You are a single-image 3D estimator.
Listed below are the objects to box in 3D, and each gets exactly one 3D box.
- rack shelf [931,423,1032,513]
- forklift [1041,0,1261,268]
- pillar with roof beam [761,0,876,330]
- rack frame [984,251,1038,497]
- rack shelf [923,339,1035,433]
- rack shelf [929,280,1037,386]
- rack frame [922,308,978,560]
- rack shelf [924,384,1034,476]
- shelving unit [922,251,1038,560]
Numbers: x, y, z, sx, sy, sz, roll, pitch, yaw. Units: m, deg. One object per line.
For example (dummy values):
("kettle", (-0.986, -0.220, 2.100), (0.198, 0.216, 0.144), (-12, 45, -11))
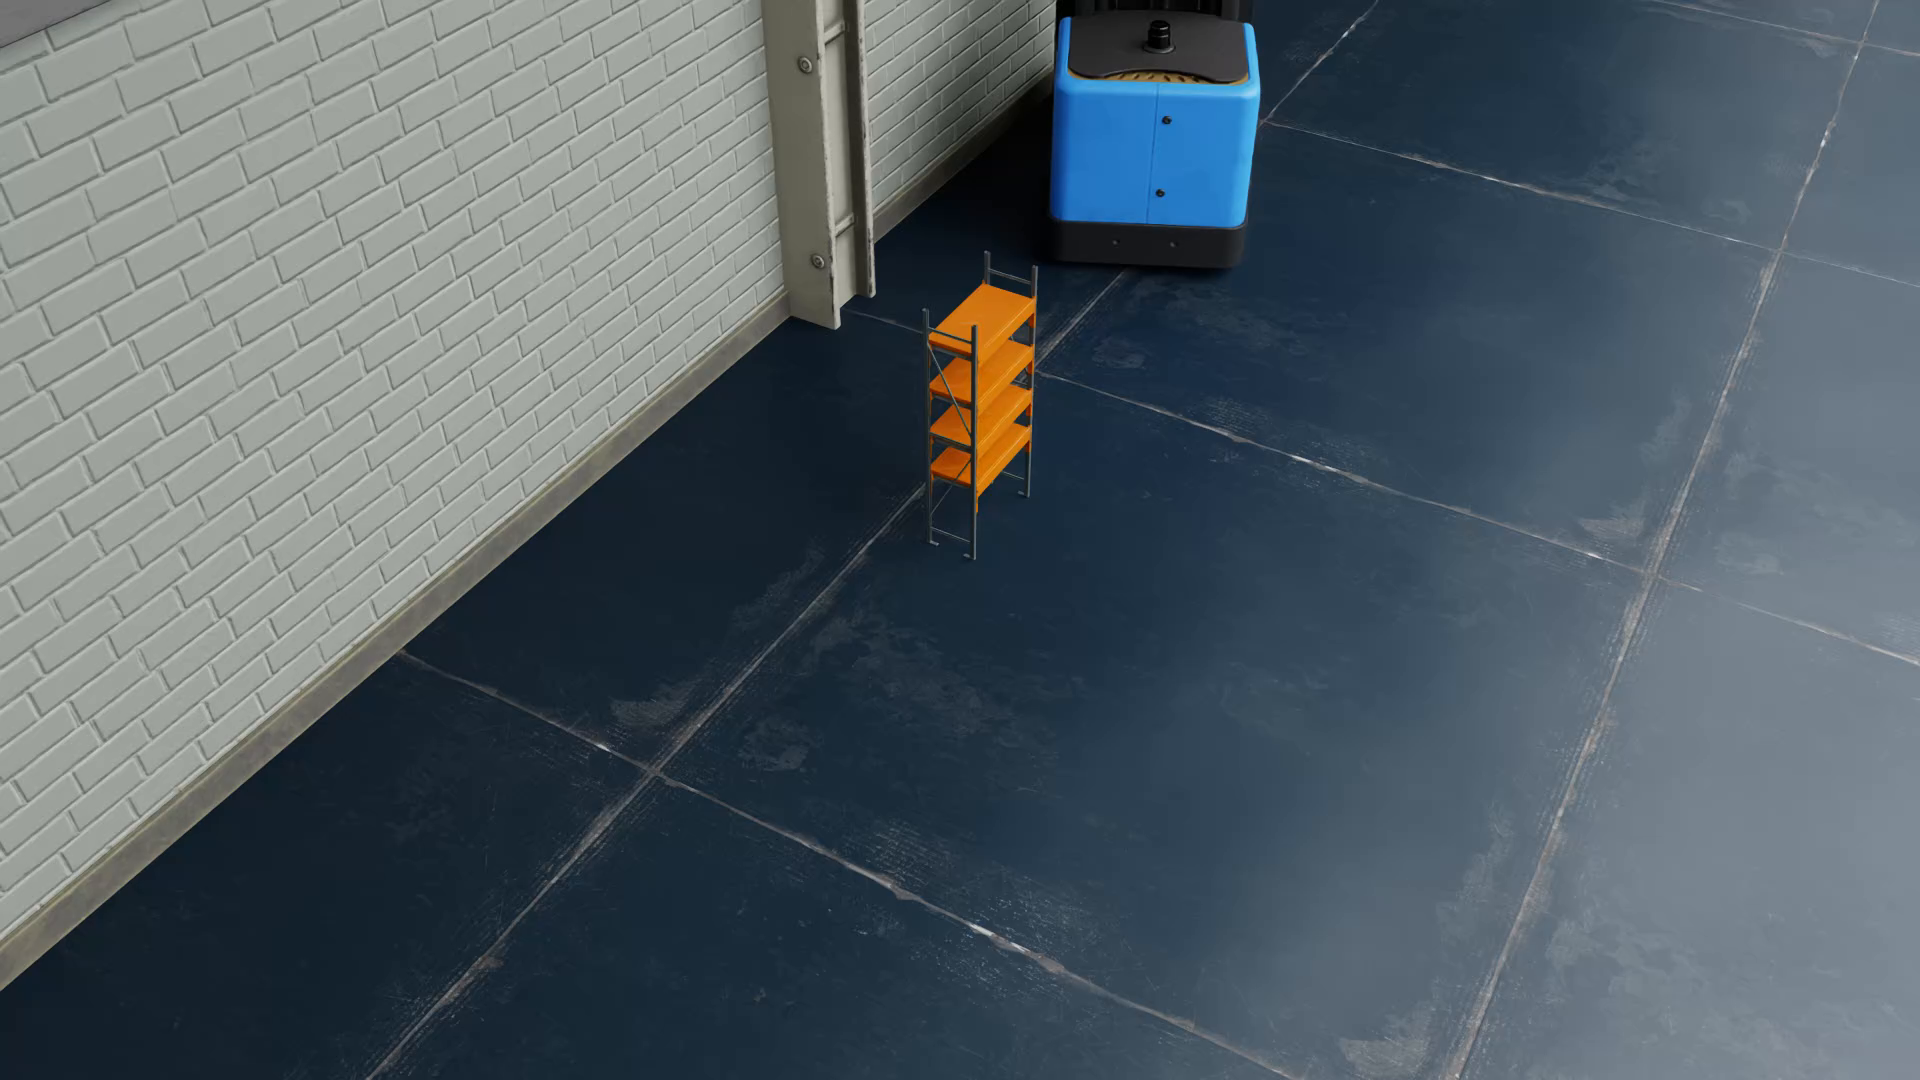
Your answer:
("rack shelf", (0.083, -0.345, 7.137), (0.258, 0.148, 0.480), (21, 45, 22))
("forklift", (1.092, -3.497, 9.003), (1.130, 2.935, 3.031), (3, 41, 3))
("pillar with roof beam", (3.057, -3.187, 4.060), (9.100, 9.000, 0.400), (21, 45, 22))
("rack frame", (0.205, -0.685, 7.120), (0.240, 1.200, 0.015), (21, 45, 22))
("rack shelf", (0.083, -0.662, 6.858), (0.258, 0.148, 0.480), (21, 45, 22))
("rack shelf", (0.083, -0.840, 6.701), (0.258, 0.148, 0.480), (21, 45, 22))
("rack frame", (-0.039, -0.405, 6.802), (0.240, 1.200, 0.015), (21, 45, 22))
("rack shelf", (0.083, -0.495, 7.005), (0.258, 0.148, 0.480), (21, 45, 22))
("shelving unit", (0.083, -0.545, 6.961), (0.258, 1.200, 0.503), (21, 45, 22))
